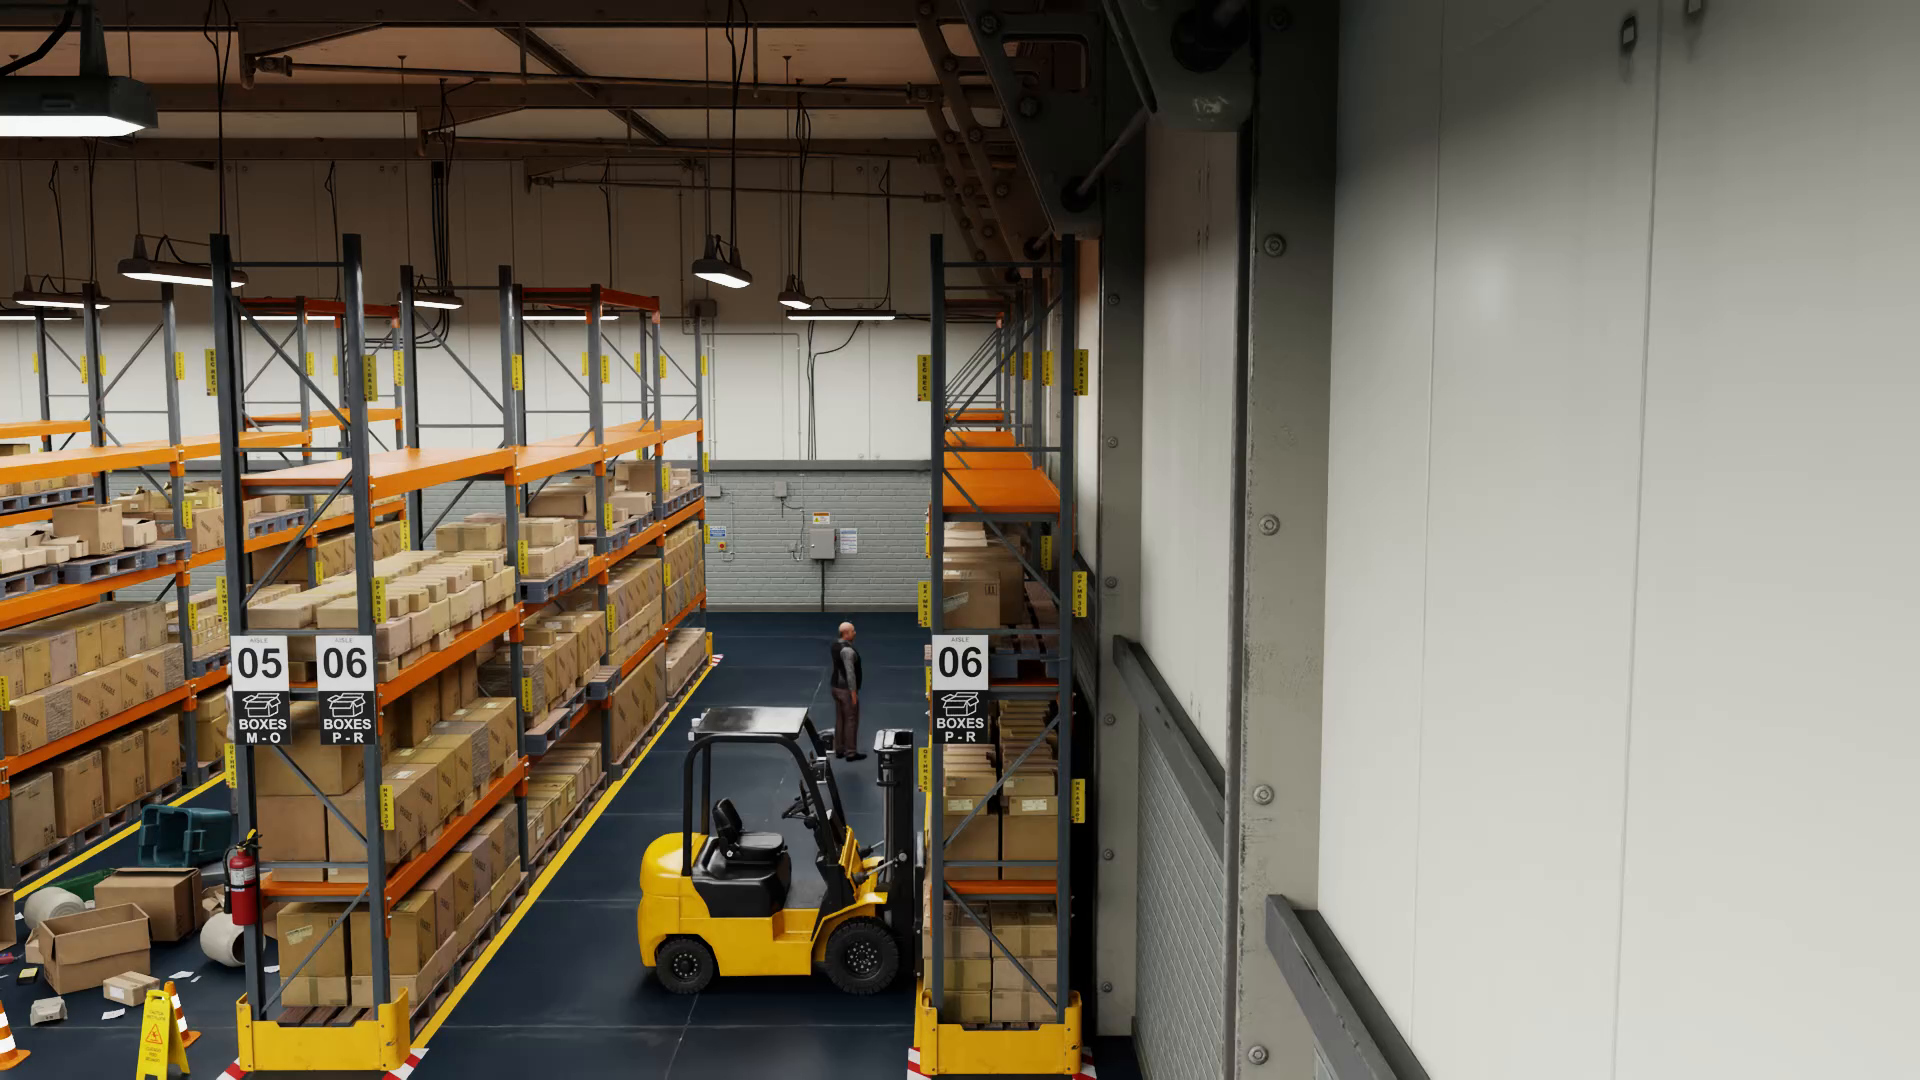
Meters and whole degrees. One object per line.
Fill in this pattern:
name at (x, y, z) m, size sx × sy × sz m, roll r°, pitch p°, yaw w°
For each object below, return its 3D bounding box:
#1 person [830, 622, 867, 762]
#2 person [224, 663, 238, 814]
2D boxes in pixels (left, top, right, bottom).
person at (-1.392, 1.884, 20.722) m, size 0.412 × 1.721 × 0.585 m, roll -3°, pitch 7°, yaw -26°
person at (-8.020, 2.223, 18.666) m, size 0.589 × 1.770 × 0.464 m, roll 6°, pitch 9°, yaw 44°
